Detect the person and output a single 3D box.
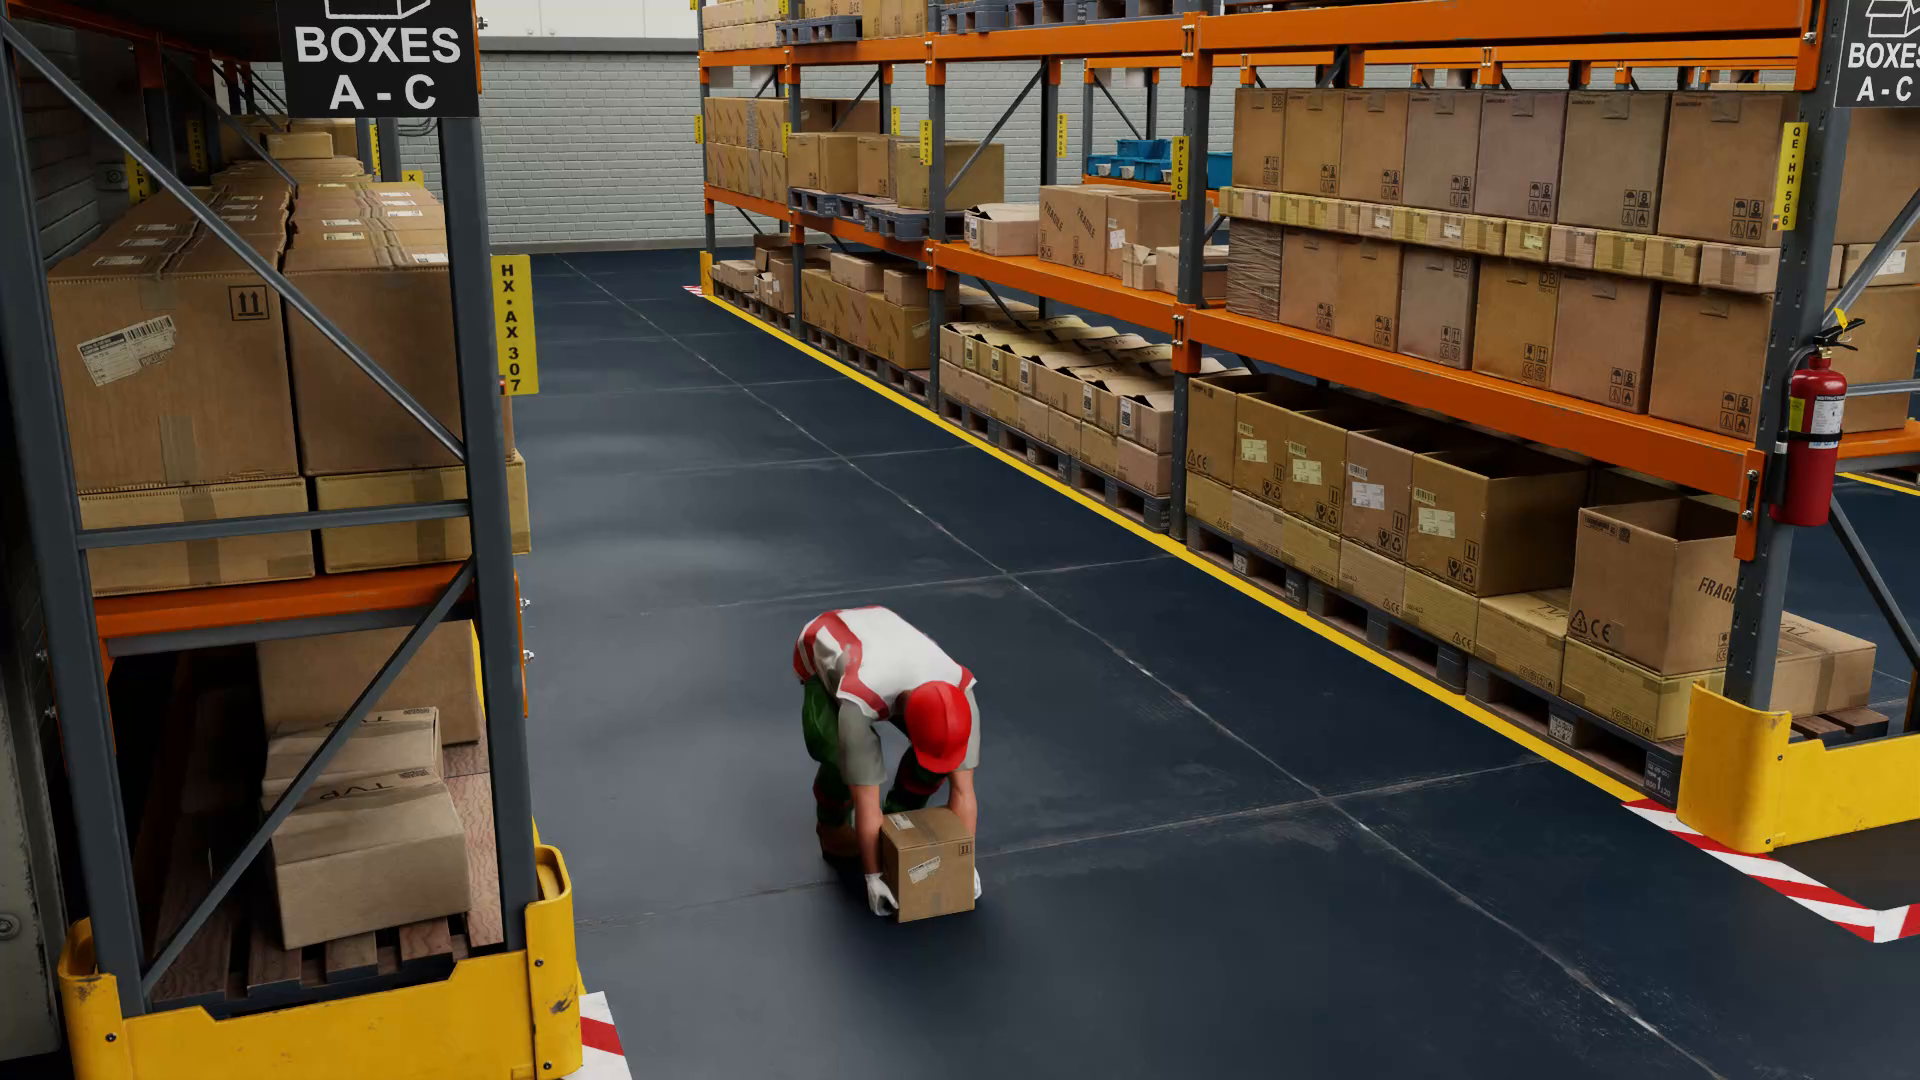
[{"bbox_3d":[-0.230,0.682,5.404,0.519,0.831,0.966,-6,17,-22],"label":"person"}]
